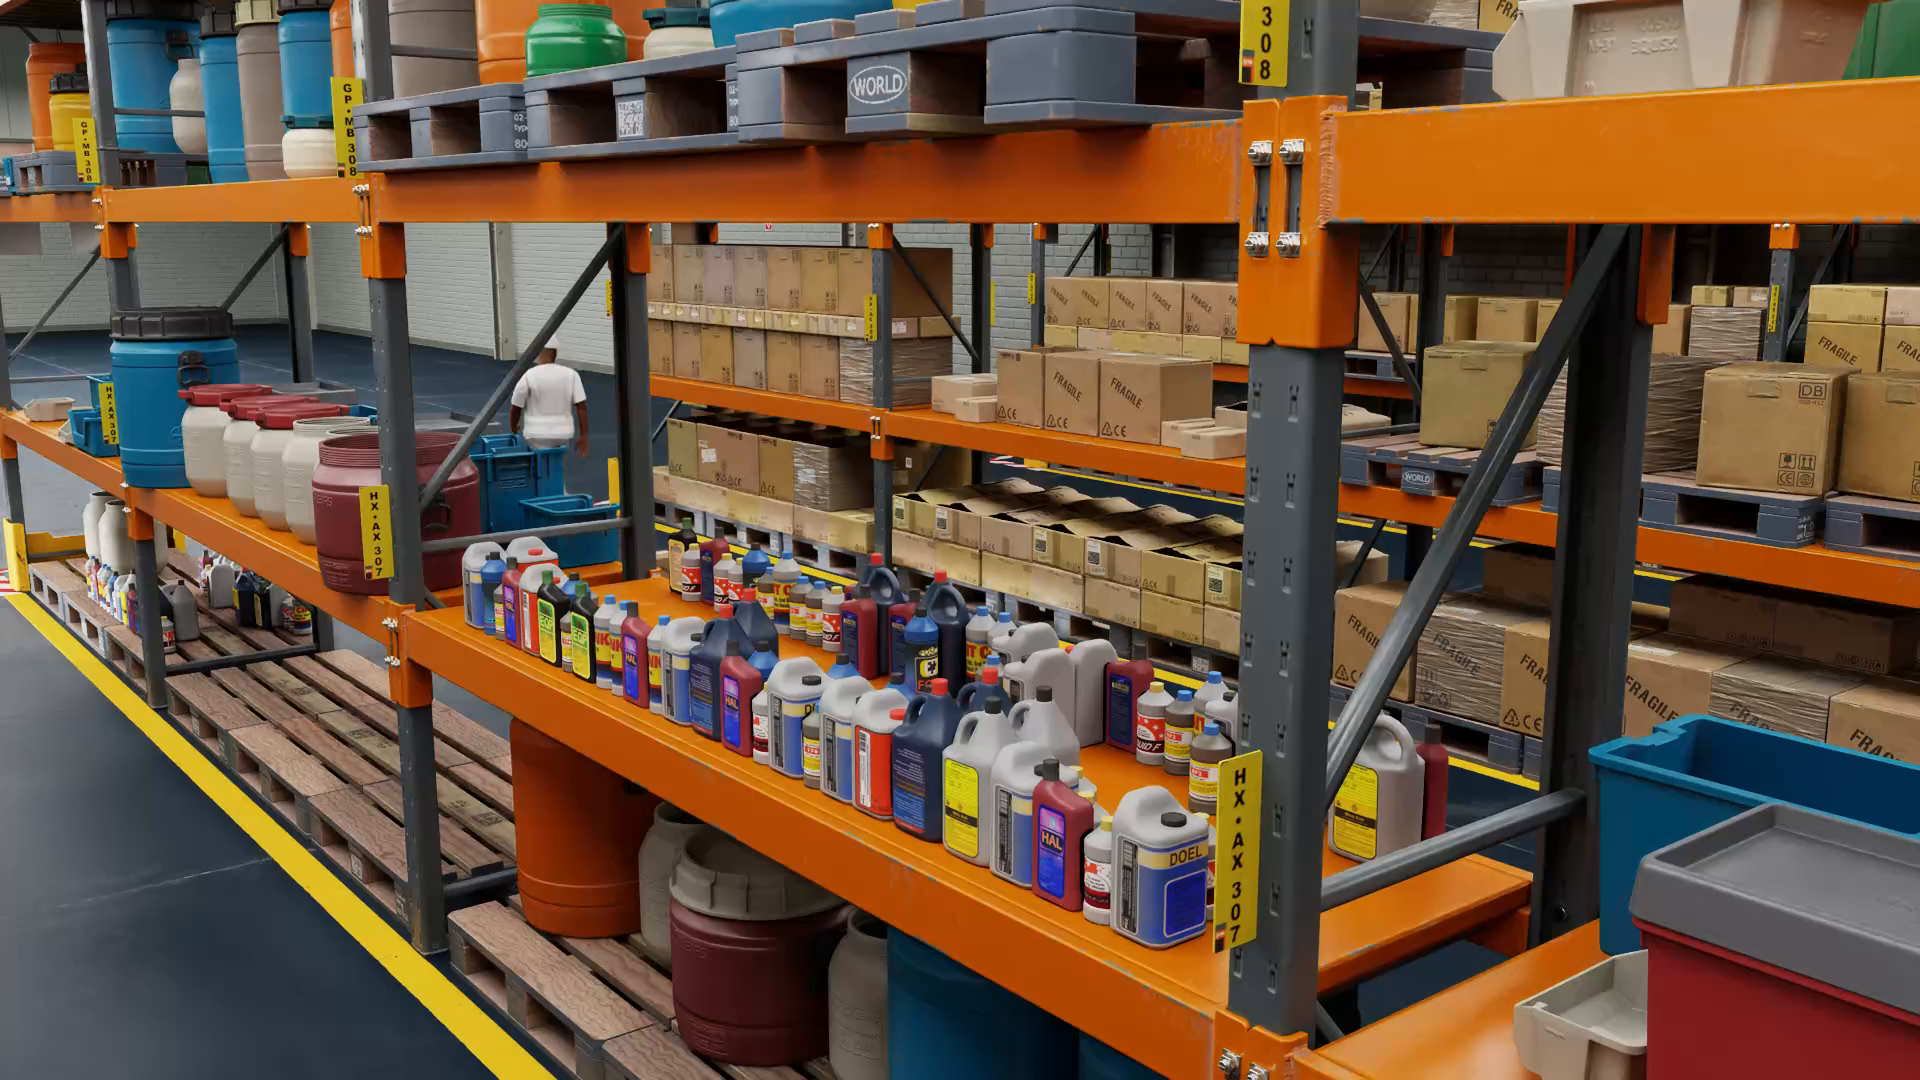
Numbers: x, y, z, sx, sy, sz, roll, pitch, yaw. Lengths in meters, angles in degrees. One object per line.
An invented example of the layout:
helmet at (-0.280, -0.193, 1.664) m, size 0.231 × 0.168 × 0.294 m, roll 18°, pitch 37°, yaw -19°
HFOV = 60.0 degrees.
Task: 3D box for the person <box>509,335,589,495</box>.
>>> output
person at (-3.494, -0.884, 13.904) m, size 0.564 × 1.718 × 0.933 m, roll -10°, pitch 14°, yaw -41°
